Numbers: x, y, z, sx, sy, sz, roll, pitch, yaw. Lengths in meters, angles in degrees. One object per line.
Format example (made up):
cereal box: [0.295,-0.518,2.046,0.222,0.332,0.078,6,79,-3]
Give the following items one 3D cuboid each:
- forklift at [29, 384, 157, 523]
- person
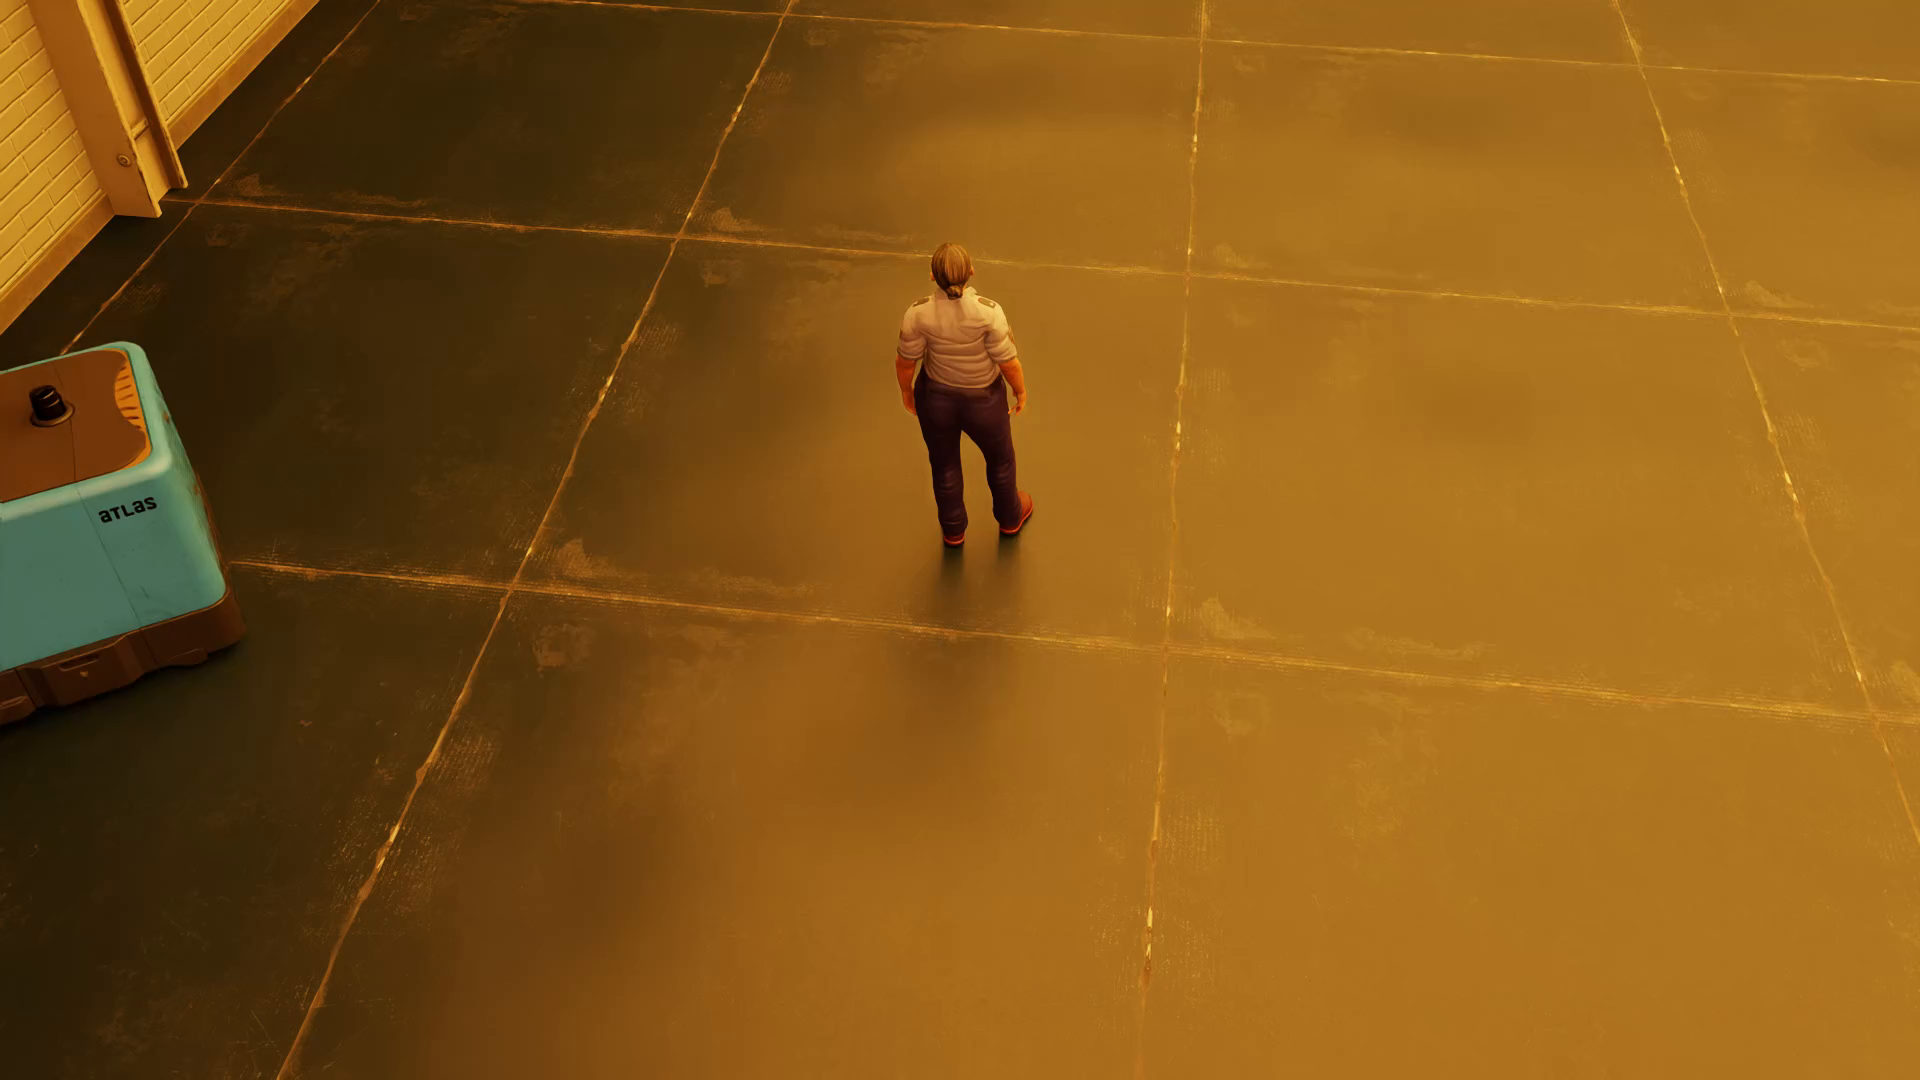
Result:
forklift: [-4.711,-0.434,6.196,3.031,2.935,1.121,-19,46,-20]
person: [0.035,-0.670,7.392,0.598,1.651,0.502,5,43,6]
